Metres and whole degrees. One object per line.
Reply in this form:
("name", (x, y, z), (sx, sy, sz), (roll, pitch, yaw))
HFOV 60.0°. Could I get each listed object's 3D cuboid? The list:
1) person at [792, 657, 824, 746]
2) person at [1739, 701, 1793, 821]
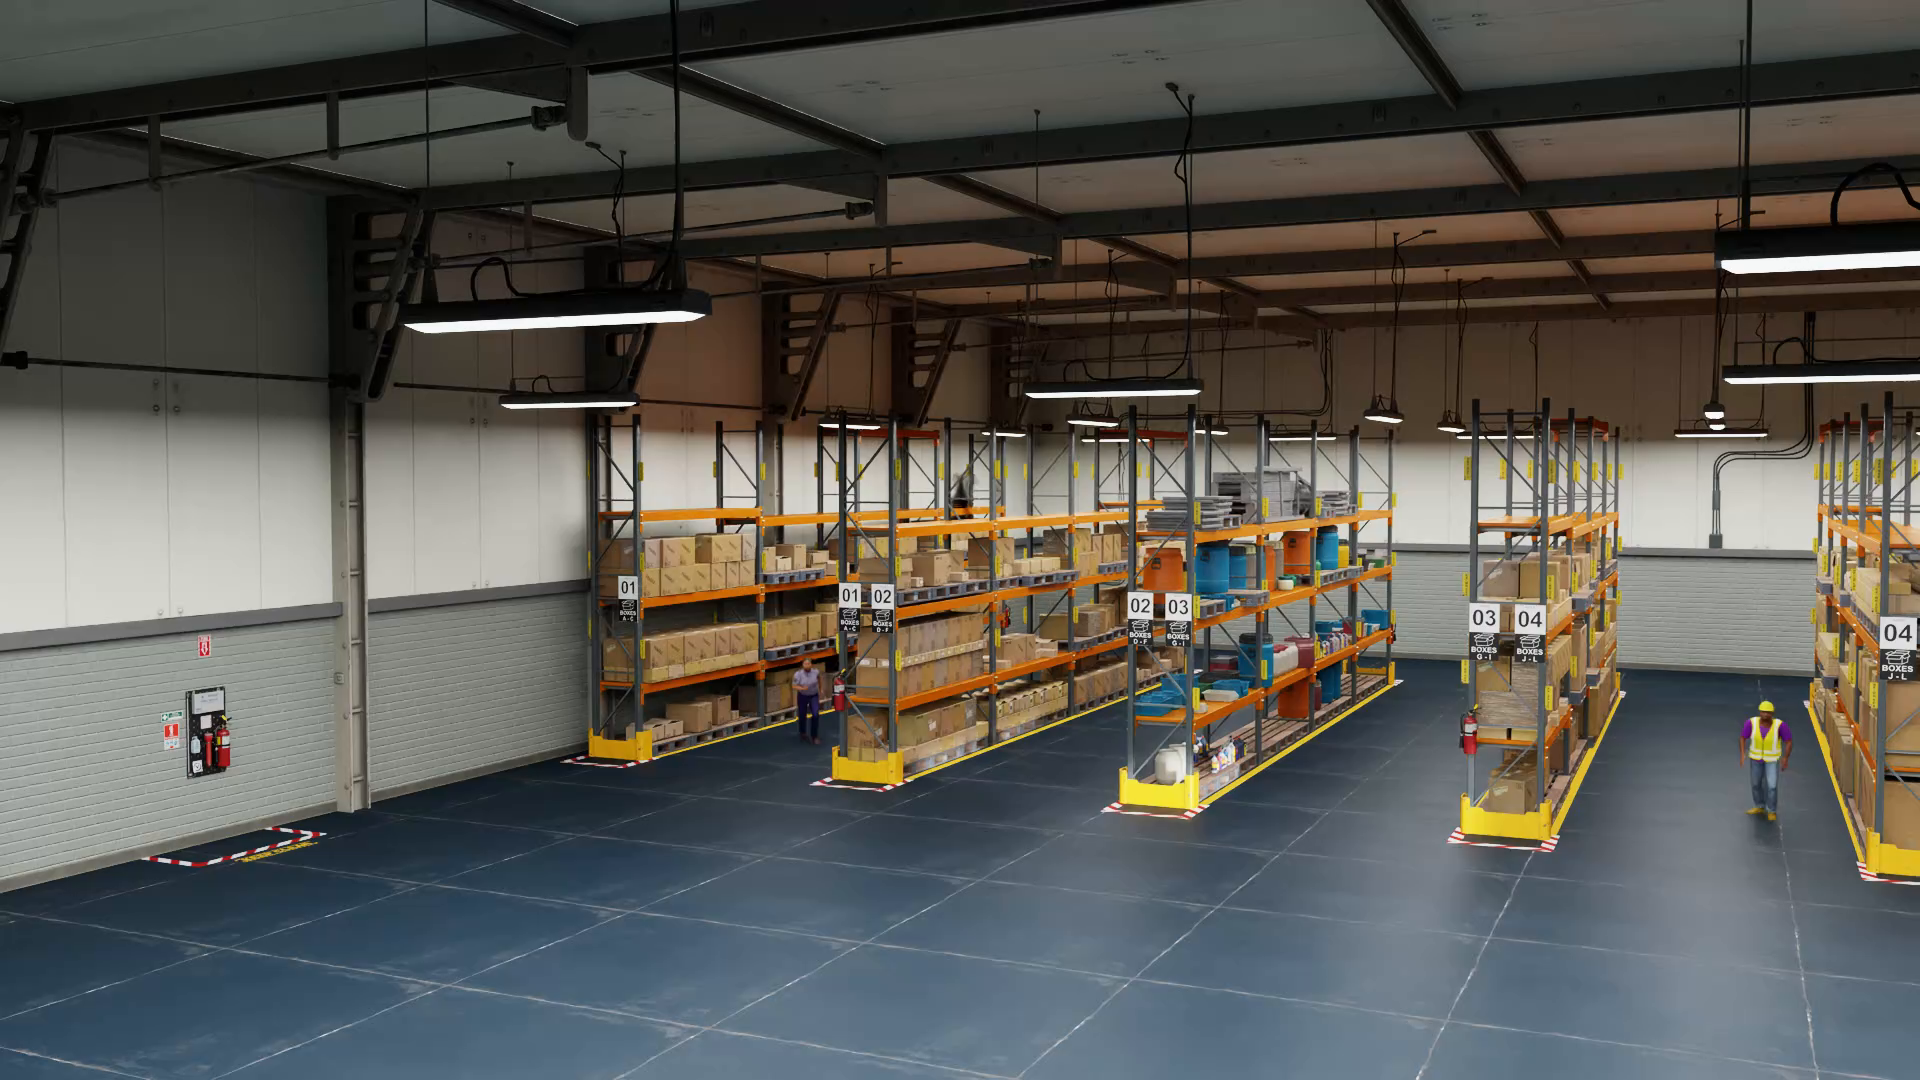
("person", (-2.796, 2.952, 30.614), (0.606, 1.622, 0.953), (0, 2, -9))
("person", (11.635, 3.163, 24.003), (0.691, 1.714, 0.659), (2, 3, 38))
